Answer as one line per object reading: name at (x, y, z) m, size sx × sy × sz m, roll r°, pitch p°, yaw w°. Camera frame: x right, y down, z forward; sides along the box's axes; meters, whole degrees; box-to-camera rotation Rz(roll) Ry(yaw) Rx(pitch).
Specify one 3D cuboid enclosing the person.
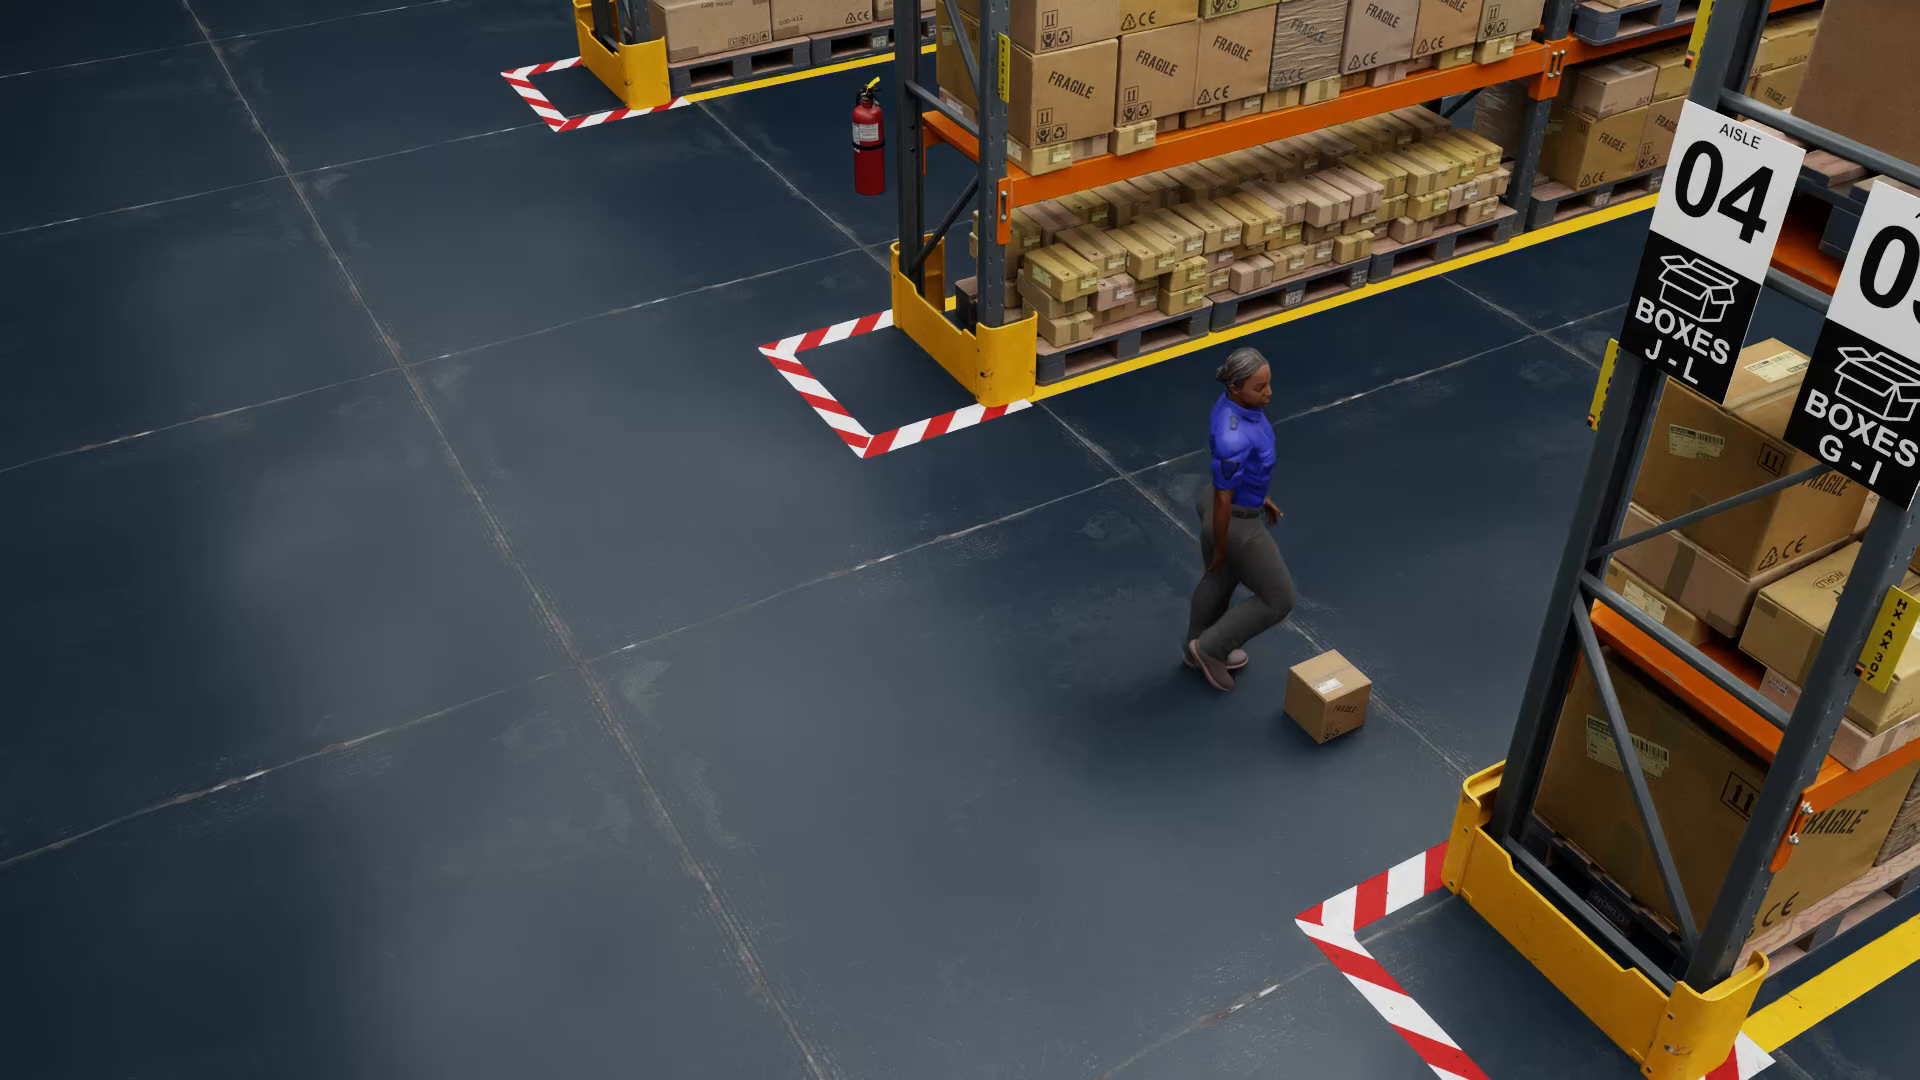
person at (1.212, -0.077, 6.993) m, size 0.431 × 1.650 × 0.451 m, roll 1°, pitch 37°, yaw 1°
